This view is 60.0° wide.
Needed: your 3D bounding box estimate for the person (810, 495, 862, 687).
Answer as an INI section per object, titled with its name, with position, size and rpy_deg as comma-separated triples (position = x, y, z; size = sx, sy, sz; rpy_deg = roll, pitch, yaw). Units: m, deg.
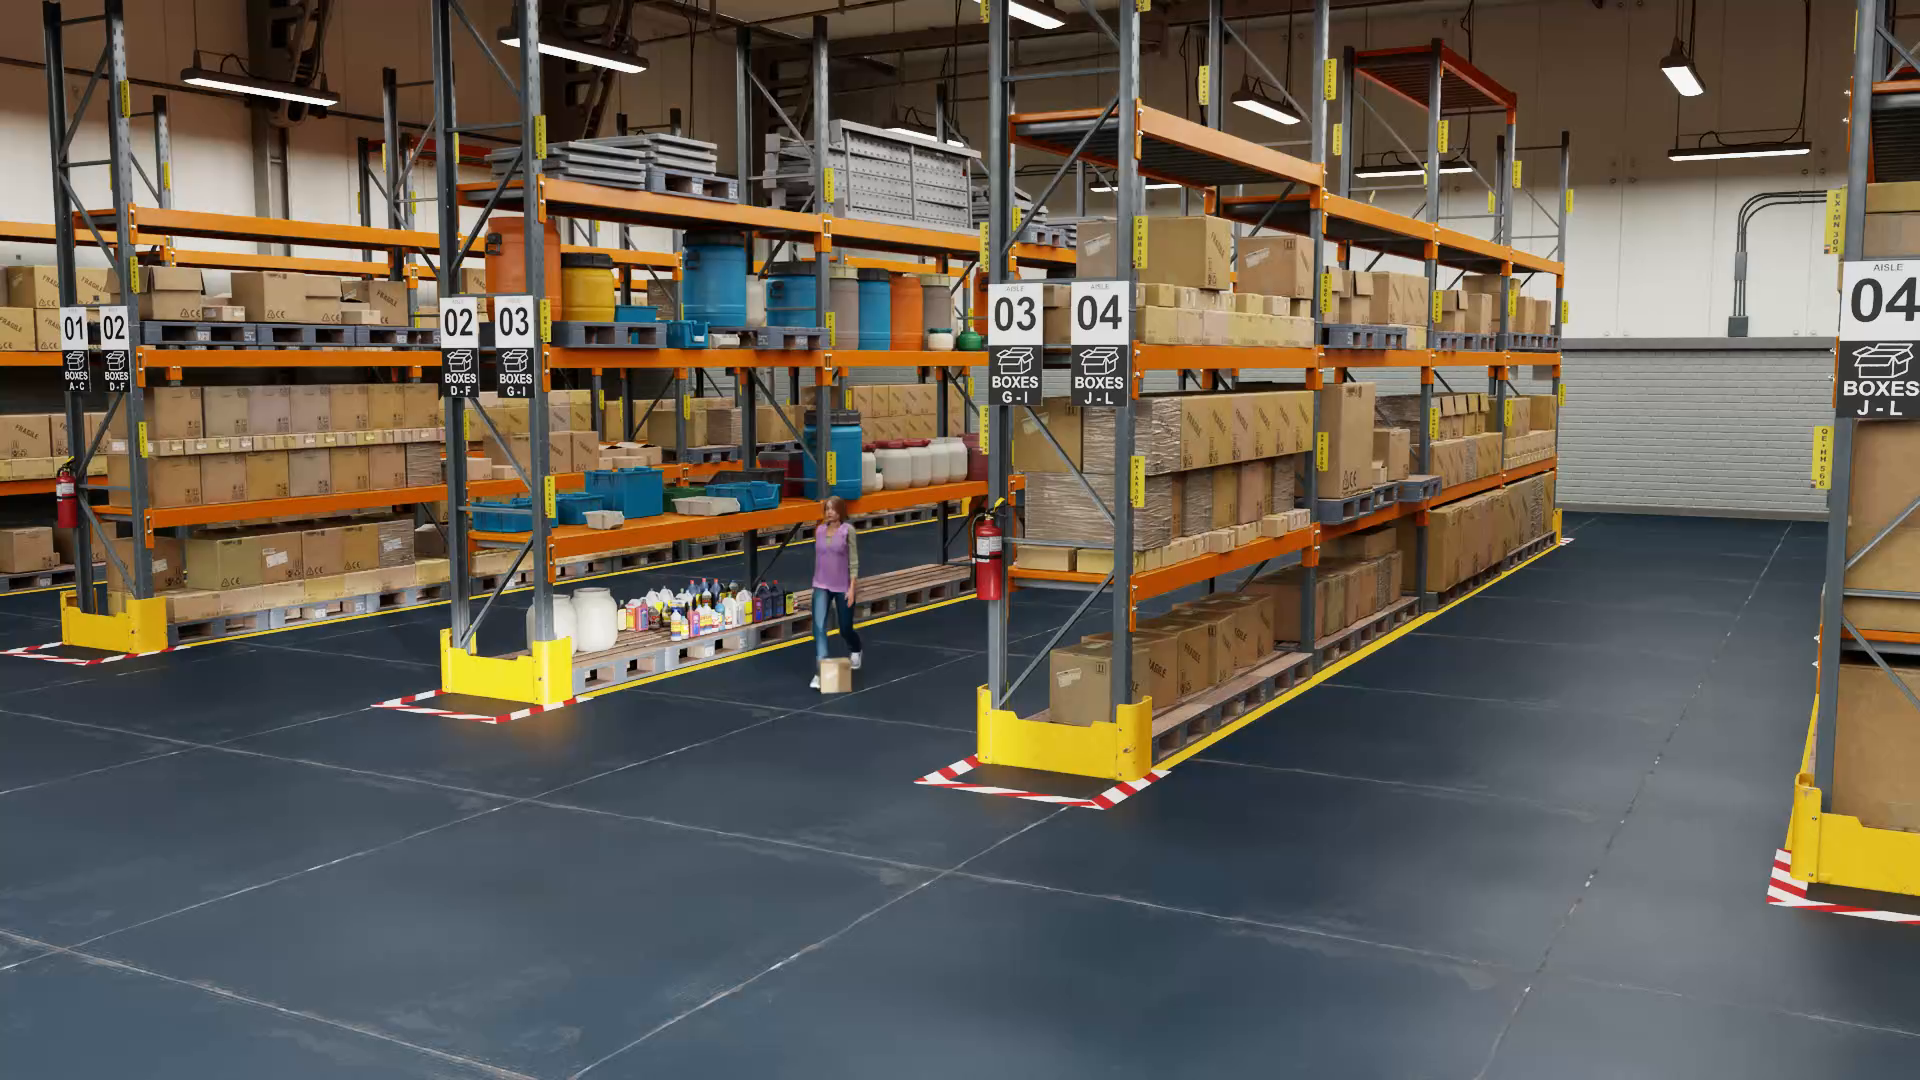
[person]
position = -1.022, 0.413, 13.885
size = 0.412, 1.548, 0.809
rpy_deg = 2, 6, 15
